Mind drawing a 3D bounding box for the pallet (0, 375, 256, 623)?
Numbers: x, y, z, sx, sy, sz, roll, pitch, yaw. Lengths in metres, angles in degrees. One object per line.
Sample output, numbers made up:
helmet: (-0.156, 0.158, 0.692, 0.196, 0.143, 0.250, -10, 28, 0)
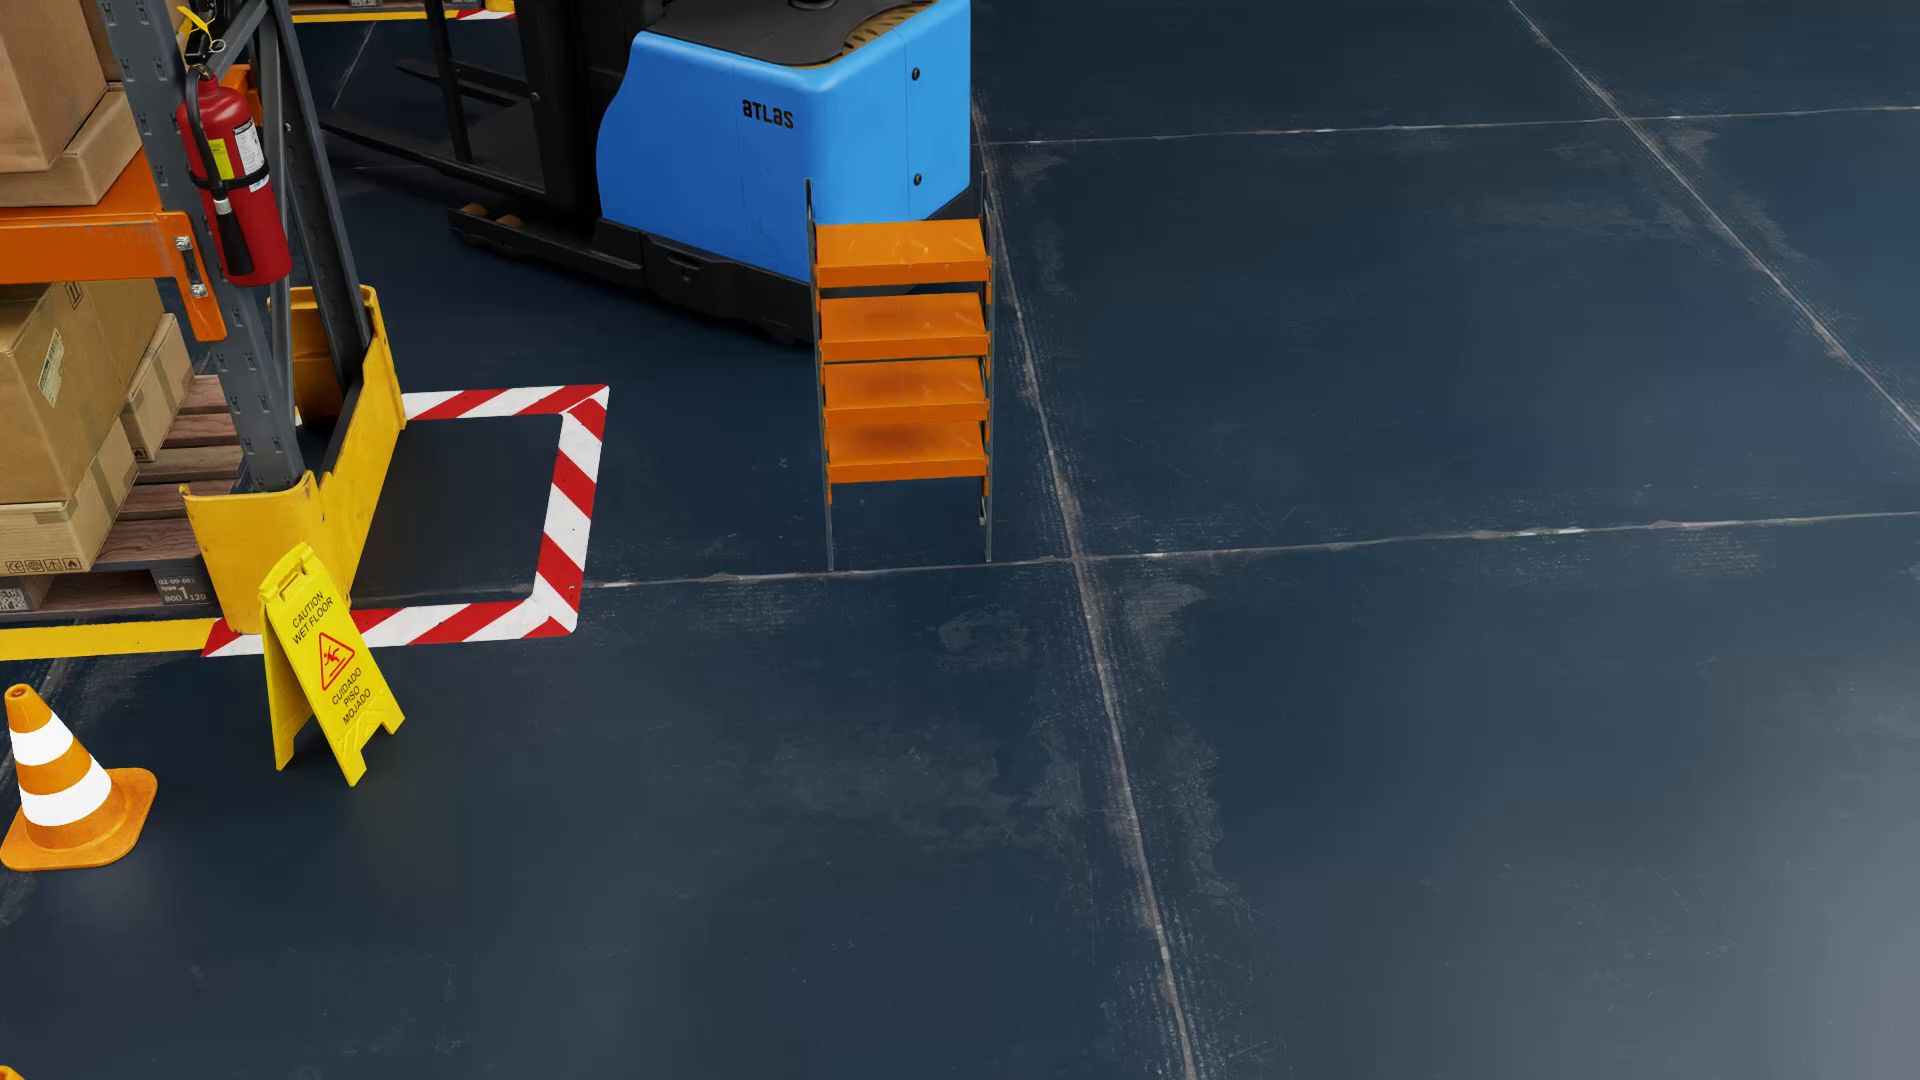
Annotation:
pallet: (-2.860, -0.147, 5.266, 1.213, 0.211, 1.003, -3, 38, -4)

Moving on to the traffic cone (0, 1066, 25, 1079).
traffic cone: (-1.849, 1.213, 3.339, 0.334, 0.463, 0.336, -3, 38, -4)

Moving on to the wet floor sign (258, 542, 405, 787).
wet floor sign: (-1.688, 0.305, 4.342, 0.232, 0.644, 0.267, 9, 39, 12)

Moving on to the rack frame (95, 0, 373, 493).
rack frame: (-1.972, -1.269, 4.436, 0.127, 3.000, 1.000, -3, 38, -4)

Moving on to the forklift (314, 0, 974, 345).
forklift: (-1.473, -2.542, 6.106, 3.031, 2.935, 1.130, 21, 43, 24)

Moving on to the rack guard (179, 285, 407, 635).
rack guard: (-2.048, -0.283, 5.205, 0.348, 0.500, 1.175, -3, 38, -4)

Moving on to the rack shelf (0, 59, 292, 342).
rack shelf: (-3.964, -0.877, 4.520, 4.000, 0.370, 1.077, -3, 38, -4)

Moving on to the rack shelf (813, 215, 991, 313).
rack shelf: (-0.165, -0.770, 4.623, 0.480, 0.148, 0.258, -3, 38, -4)

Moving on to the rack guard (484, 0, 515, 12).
rack guard: (-2.392, -3.351, 9.094, 0.348, 0.500, 1.175, -3, 38, -4)

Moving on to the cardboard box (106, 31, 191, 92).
cardboard box: (-2.329, -1.279, 4.652, 0.250, 0.149, 0.380, -3, 38, -4)

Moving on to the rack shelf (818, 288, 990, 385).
rack shelf: (-0.165, -0.585, 4.770, 0.480, 0.148, 0.258, -3, 38, -4)

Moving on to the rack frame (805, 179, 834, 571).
rack frame: (-0.408, -0.449, 4.850, 0.015, 1.200, 0.240, -3, 38, -4)

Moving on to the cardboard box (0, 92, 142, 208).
cardboard box: (-2.326, -1.018, 4.321, 0.250, 0.149, 0.380, -2, 38, -2)

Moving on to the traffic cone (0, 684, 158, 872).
traffic cone: (-2.286, 0.547, 4.184, 0.334, 0.463, 0.336, -3, 38, -4)

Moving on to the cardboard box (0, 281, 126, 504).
cardboard box: (-2.747, -0.444, 4.666, 0.500, 0.500, 0.500, -3, 38, -4)

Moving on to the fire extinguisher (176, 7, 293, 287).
fire extinguisher: (-1.818, -0.960, 4.108, 0.183, 0.674, 0.296, -3, 38, -4)

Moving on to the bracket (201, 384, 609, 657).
bracket: (-1.724, -0.110, 5.390, 1.079, 0.001, 1.378, -3, 38, -4)

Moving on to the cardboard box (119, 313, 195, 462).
cardboard box: (-2.800, -0.481, 5.318, 0.500, 0.250, 0.500, -3, 38, -4)

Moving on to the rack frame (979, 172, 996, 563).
rack frame: (0.078, -0.475, 4.884, 0.015, 1.200, 0.240, -3, 38, -4)

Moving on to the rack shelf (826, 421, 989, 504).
rack shelf: (-0.165, -0.253, 5.032, 0.480, 0.148, 0.258, -3, 38, -4)

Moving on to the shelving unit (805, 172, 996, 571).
shelving unit: (-0.165, -0.462, 4.867, 0.503, 1.200, 0.258, -3, 38, -4)
